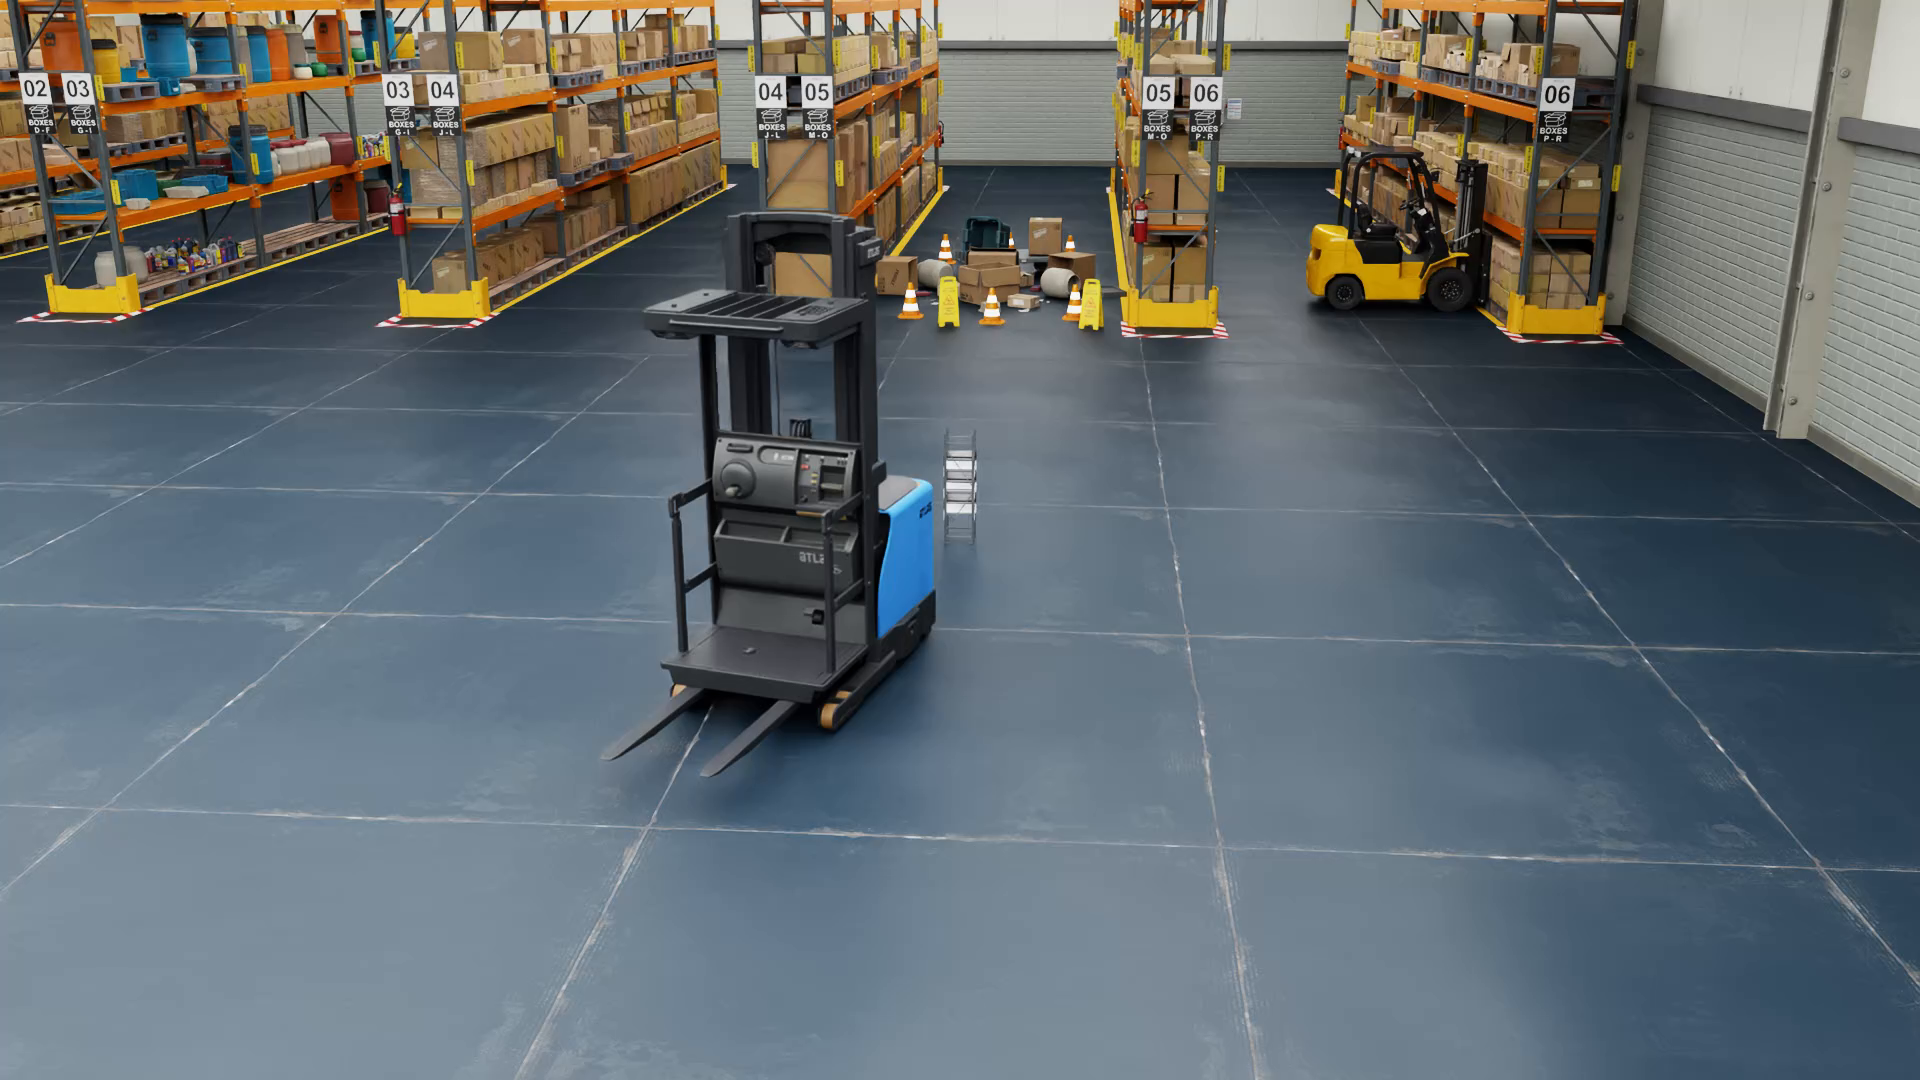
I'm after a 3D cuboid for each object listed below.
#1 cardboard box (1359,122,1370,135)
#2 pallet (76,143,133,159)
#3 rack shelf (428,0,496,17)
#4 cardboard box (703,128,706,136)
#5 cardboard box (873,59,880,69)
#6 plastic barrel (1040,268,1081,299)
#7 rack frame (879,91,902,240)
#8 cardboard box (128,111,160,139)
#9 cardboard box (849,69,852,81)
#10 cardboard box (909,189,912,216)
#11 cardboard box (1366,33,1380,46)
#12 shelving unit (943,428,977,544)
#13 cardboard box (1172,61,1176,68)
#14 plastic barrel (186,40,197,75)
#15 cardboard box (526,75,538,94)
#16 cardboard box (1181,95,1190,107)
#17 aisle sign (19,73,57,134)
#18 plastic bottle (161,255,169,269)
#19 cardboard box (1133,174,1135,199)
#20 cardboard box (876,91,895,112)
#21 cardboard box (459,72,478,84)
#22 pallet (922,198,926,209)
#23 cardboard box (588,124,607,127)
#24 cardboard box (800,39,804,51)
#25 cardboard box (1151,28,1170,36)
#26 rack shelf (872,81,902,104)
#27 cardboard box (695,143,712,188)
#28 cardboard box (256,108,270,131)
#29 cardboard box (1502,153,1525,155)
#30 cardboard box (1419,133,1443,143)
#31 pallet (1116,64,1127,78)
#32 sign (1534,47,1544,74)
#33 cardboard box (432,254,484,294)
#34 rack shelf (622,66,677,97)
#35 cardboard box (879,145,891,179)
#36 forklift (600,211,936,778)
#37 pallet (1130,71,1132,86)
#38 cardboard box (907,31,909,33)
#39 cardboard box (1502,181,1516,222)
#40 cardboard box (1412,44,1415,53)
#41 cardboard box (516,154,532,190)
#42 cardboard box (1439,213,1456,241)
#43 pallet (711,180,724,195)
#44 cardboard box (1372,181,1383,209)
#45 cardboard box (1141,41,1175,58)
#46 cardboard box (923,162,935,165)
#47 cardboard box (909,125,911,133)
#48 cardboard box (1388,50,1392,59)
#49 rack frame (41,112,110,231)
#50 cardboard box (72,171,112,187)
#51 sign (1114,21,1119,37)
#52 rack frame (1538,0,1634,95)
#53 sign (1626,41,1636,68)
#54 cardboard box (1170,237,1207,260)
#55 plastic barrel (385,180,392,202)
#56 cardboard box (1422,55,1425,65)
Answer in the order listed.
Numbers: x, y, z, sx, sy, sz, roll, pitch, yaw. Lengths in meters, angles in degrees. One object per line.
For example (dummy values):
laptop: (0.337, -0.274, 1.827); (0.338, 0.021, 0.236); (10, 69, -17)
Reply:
cardboard box: (8.493, -8.431, 34.100); (0.500, 0.250, 0.500); (1, 18, 4)
pallet: (-16.395, -7.319, 31.250); (1.213, 0.211, 1.003); (1, 18, 4)
rack shelf: (-11.003, -11.269, 35.159); (1.077, 0.370, 4.000); (1, 18, 4)
cardboard box: (-5.706, -8.825, 35.943); (0.380, 0.149, 0.250); (1, 18, 4)
cardboard box: (-1.480, -7.574, 26.471); (0.380, 0.149, 0.250); (1, 18, 4)
plastic barrel: (1.456, -3.721, 24.099); (0.512, 0.421, 0.421); (17, 25, 41)
rack frame: (-1.553, -6.834, 29.461); (1.000, 3.000, 0.127); (1, 18, 4)
cardboard box: (-16.152, -8.137, 32.605); (0.700, 0.500, 0.500); (-3, 18, -10)
cardboard box: (-1.692, -6.393, 22.869); (0.380, 0.149, 0.250); (1, 18, 4)
cardboard box: (-1.183, -6.375, 31.402); (0.500, 0.500, 0.500); (1, 18, 3)
cardboard box: (8.498, -10.097, 33.565); (0.500, 0.250, 0.500); (2, 18, 5)
shelving unit: (0.001, -0.430, 13.291); (0.258, 0.900, 0.210); (1, 18, 4)
cardboard box: (2.674, -6.303, 22.147); (0.380, 0.149, 0.250); (1, 18, 4)
plastic barrel: (-11.947, -7.393, 25.496); (0.421, 0.512, 0.421); (0, 18, 0)
cardboard box: (-6.600, -6.778, 24.715); (0.500, 0.250, 0.500); (2, 18, 5)
cardboard box: (3.095, -5.755, 21.756); (0.380, 0.149, 0.250); (1, 18, 2)
aisle sign: (-12.308, -5.821, 22.197); (0.394, 0.787, 0.004); (1, 18, 4)
plastic bottle: (-12.125, -4.244, 25.346); (0.097, 0.201, 0.097); (0, 18, 0)
cardboard box: (2.662, -4.944, 23.056); (0.500, 0.500, 0.500); (1, 18, 4)
cardboard box: (-1.502, -8.892, 33.499); (0.500, 0.500, 0.500); (1, 18, 2)
cardboard box: (-6.701, -6.193, 22.291); (0.380, 0.149, 0.250); (2, 18, 5)
pallet: (-1.253, -6.960, 34.326); (1.003, 0.211, 1.213); (1, 18, 4)
cardboard box: (-6.492, -7.054, 29.299); (0.500, 0.500, 0.500); (-1, 18, -3)
cardboard box: (-2.349, -6.788, 22.793); (0.380, 0.149, 0.250); (1, 18, 3)
cardboard box: (3.930, -9.895, 32.991); (0.500, 0.500, 0.500); (2, 18, 5)
rack shelf: (-1.696, -7.296, 27.210); (1.077, 0.370, 4.000); (1, 18, 4)
cardboard box: (-5.951, -8.167, 36.268); (0.875, 0.875, 0.875); (1, 18, 4)
cardboard box: (-15.635, -9.269, 36.733); (0.500, 0.500, 0.500); (1, 18, 4)
cardboard box: (7.689, -5.250, 22.948); (0.380, 0.149, 0.250); (2, 18, 5)
cardboard box: (8.008, -6.825, 28.233); (0.380, 0.149, 0.250); (2, 18, 5)
pallet: (3.385, -8.291, 29.396); (1.213, 0.211, 1.003); (2, 18, 6)
sign: (7.229, -5.985, 20.760); (0.100, 0.325, 0.005); (1, 18, 4)
cardboard box: (-7.005, -3.696, 23.227); (0.500, 0.500, 0.500); (5, 19, 14)
rack shelf: (-6.349, -8.680, 31.435); (1.077, 0.370, 4.000); (1, 18, 4)
cardboard box: (-1.423, -6.266, 27.568); (0.500, 0.500, 0.500); (2, 18, 5)
forklift: (-1.141, -0.397, 9.926); (1.130, 2.935, 3.031); (6, 19, 19)
pallet: (3.327, -7.360, 26.552); (1.213, 0.211, 1.003); (1, 18, 4)
cardboard box: (-1.289, -10.685, 35.194); (0.380, 0.149, 0.250); (2, 18, 5)
cardboard box: (7.589, -4.527, 22.262); (0.500, 0.500, 0.500); (2, 18, 6)
cardboard box: (8.226, -8.684, 29.415); (0.380, 0.149, 0.250); (1, 18, 3)
cardboard box: (-6.880, -5.472, 24.667); (0.875, 0.500, 0.500); (1, 18, 4)
cardboard box: (8.146, -4.877, 26.628); (0.875, 0.625, 0.625); (1, 18, 3)
pallet: (-5.899, -7.885, 37.148); (1.003, 0.211, 1.213); (1, 18, 4)
cardboard box: (8.370, -6.754, 32.557); (0.500, 0.500, 0.500); (2, 18, 6)
cardboard box: (3.019, -7.486, 25.399); (0.500, 0.250, 0.500); (2, 18, 5)
cardboard box: (-0.765, -8.276, 36.811); (0.380, 0.149, 0.250); (1, 18, 5)
cardboard box: (-1.151, -7.926, 32.045); (0.380, 0.149, 0.250); (1, 18, 2)
cardboard box: (8.113, -8.960, 30.703); (0.380, 0.149, 0.250); (2, 18, 5)
rack frame: (-16.373, -7.198, 30.573); (1.000, 3.000, 0.127); (1, 18, 4)
cardboard box: (-16.541, -6.889, 31.733); (0.500, 0.250, 0.500); (2, 18, 6)
sign: (3.412, -11.132, 36.230); (0.100, 0.325, 0.005); (1, 18, 4)
rack frame: (7.769, -7.011, 20.368); (1.000, 3.000, 0.127); (1, 18, 4)
sign: (8.322, -6.024, 20.643); (0.100, 0.325, 0.005); (1, 18, 4)
cardboard box: (3.186, -3.933, 23.147); (0.500, 0.500, 0.500); (1, 18, 2)
plastic barrel: (-11.383, -6.784, 32.631); (0.421, 0.512, 0.421); (0, 18, 0)
cardboard box: (8.015, -8.105, 28.063); (0.380, 0.166, 0.250); (1, 18, 4)
